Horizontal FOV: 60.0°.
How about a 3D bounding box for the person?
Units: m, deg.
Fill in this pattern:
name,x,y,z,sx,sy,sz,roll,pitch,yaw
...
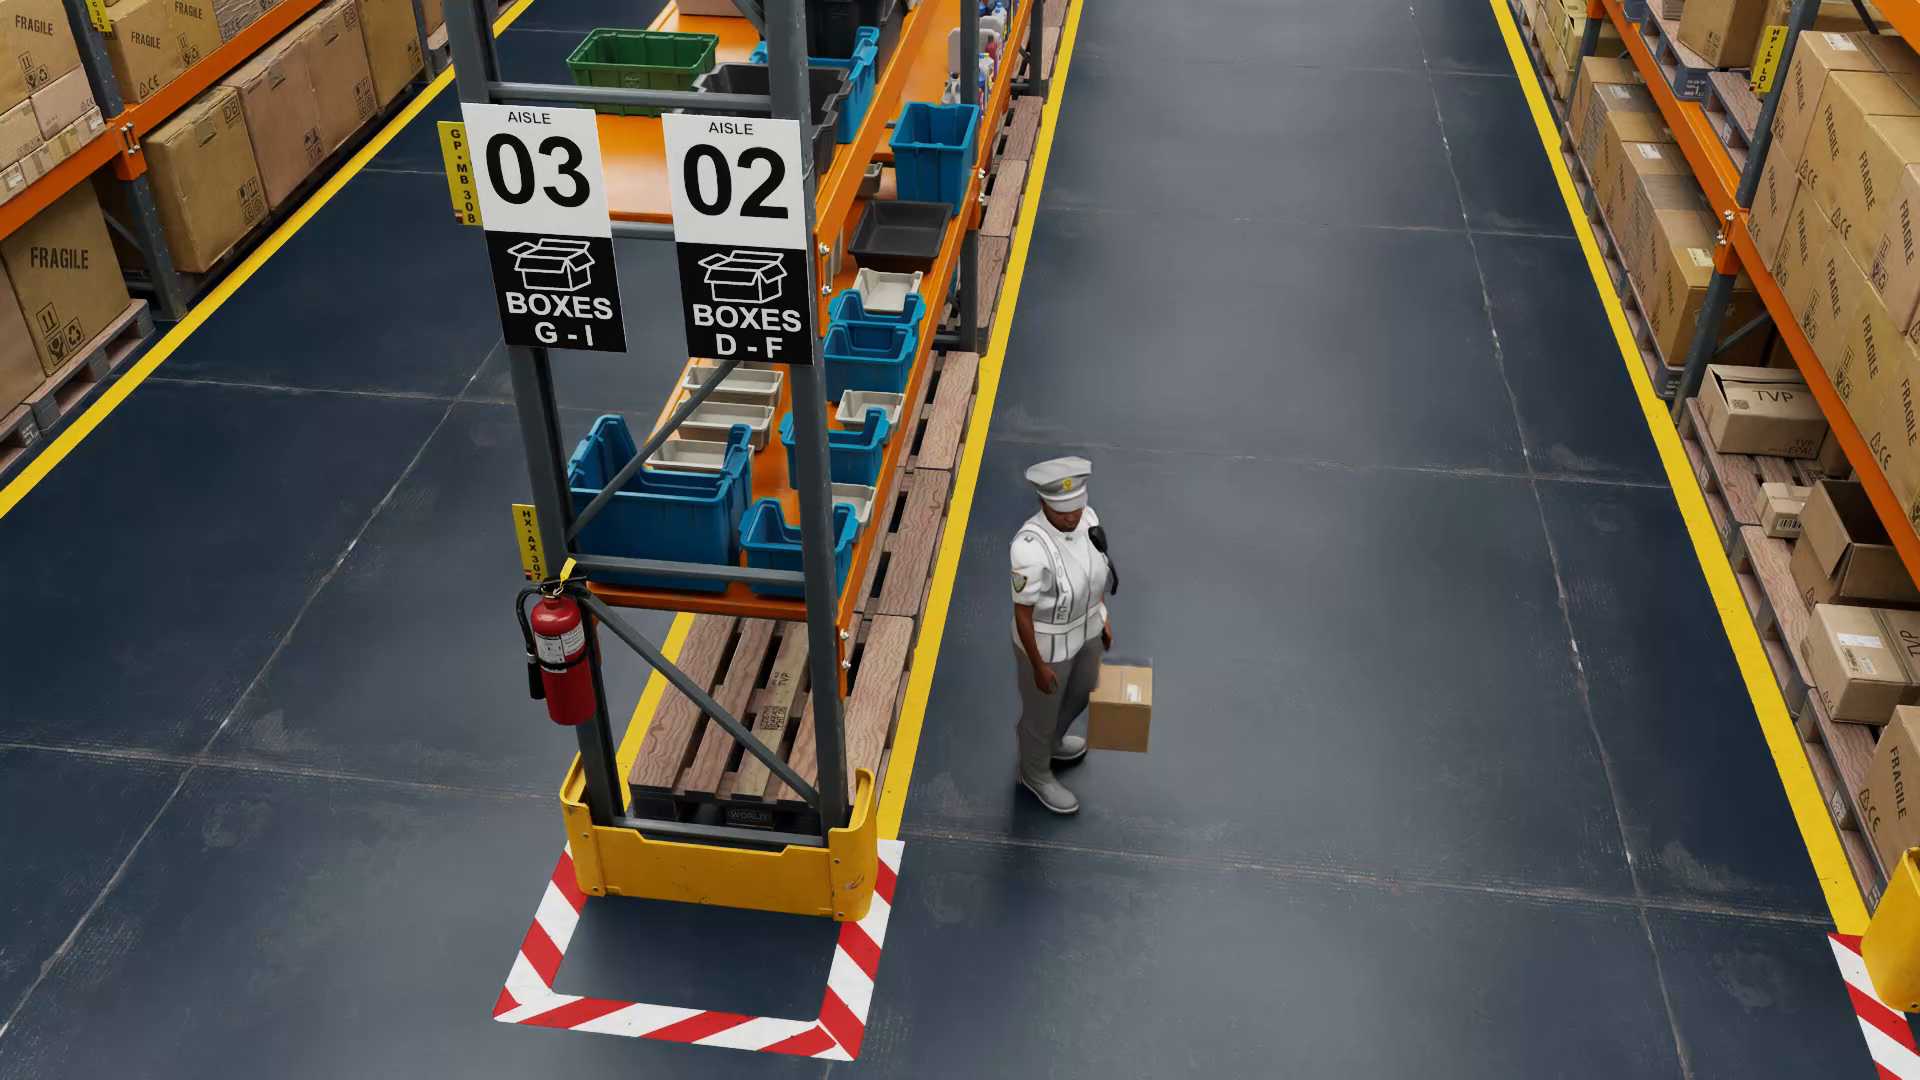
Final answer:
name,x,y,z,sx,sy,sz,roll,pitch,yaw
person,0.388,0.359,6.529,0.397,1.679,0.544,26,44,31
